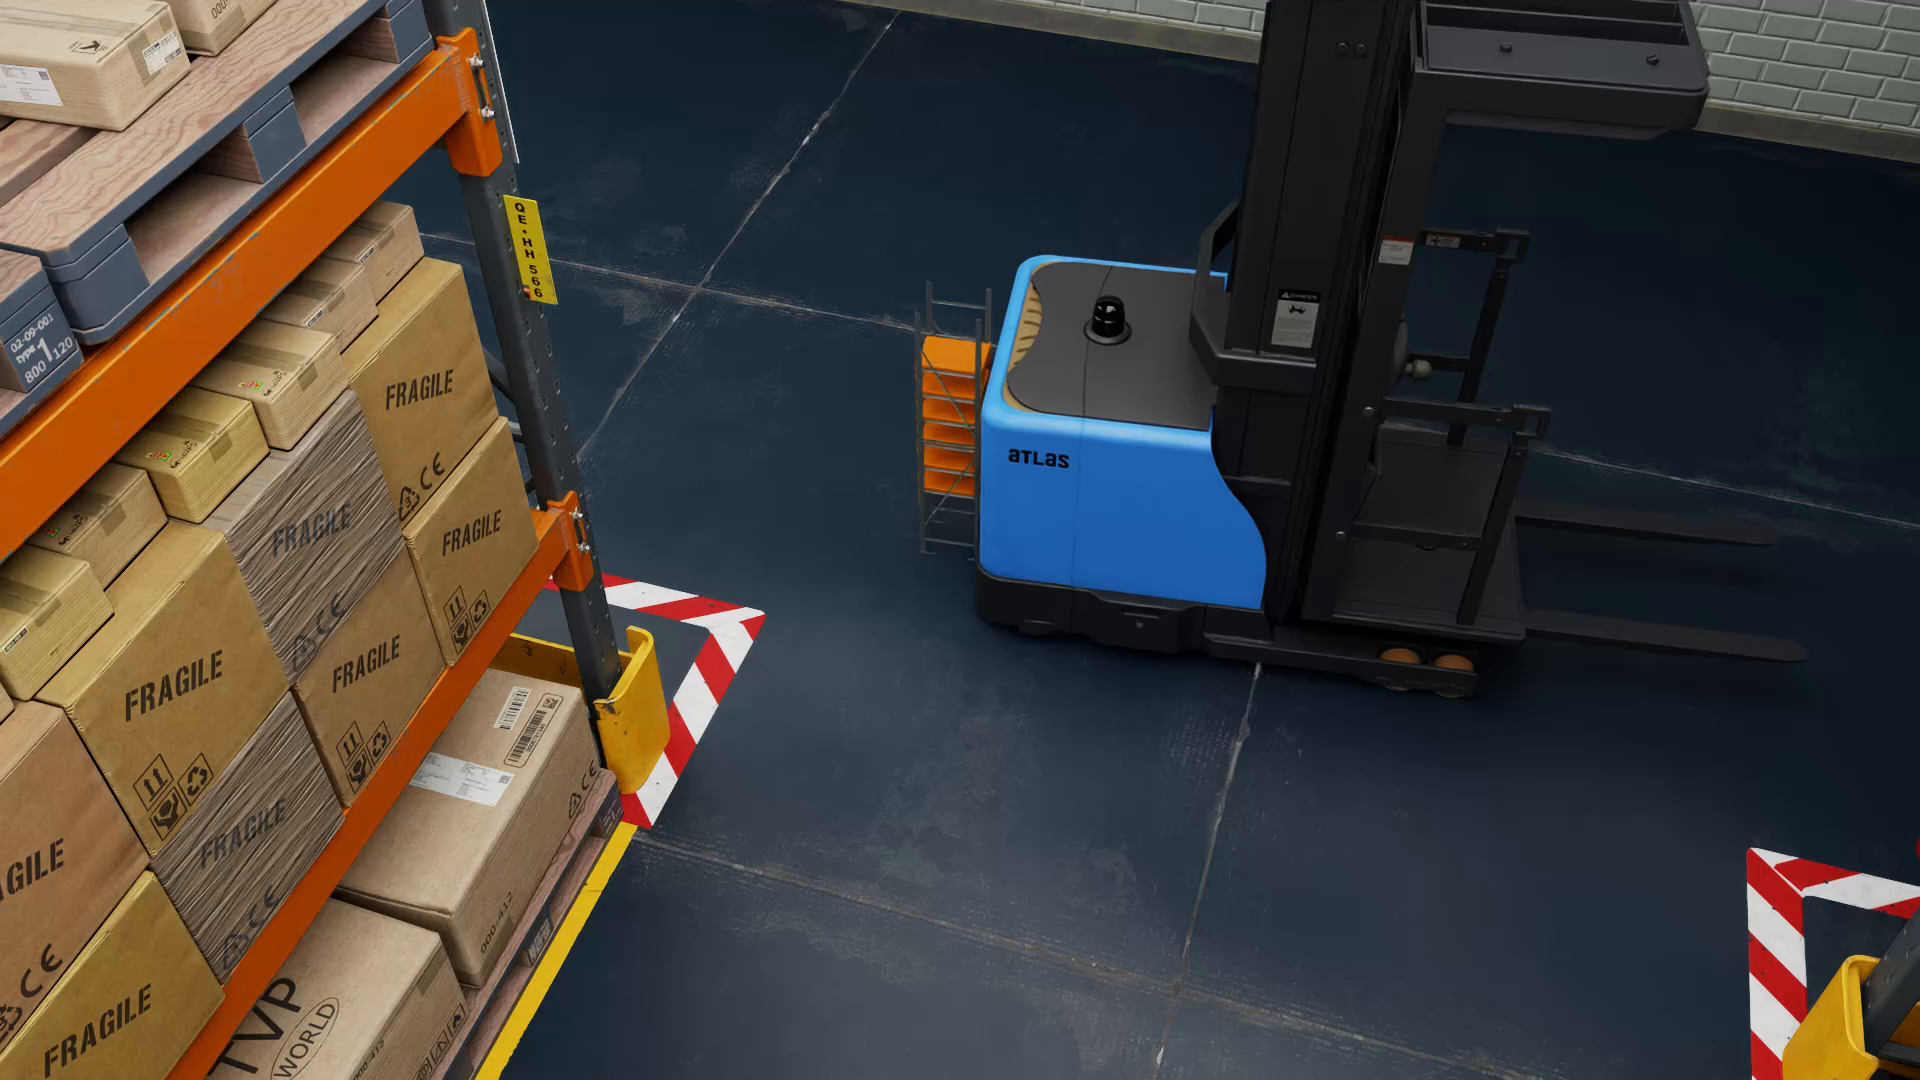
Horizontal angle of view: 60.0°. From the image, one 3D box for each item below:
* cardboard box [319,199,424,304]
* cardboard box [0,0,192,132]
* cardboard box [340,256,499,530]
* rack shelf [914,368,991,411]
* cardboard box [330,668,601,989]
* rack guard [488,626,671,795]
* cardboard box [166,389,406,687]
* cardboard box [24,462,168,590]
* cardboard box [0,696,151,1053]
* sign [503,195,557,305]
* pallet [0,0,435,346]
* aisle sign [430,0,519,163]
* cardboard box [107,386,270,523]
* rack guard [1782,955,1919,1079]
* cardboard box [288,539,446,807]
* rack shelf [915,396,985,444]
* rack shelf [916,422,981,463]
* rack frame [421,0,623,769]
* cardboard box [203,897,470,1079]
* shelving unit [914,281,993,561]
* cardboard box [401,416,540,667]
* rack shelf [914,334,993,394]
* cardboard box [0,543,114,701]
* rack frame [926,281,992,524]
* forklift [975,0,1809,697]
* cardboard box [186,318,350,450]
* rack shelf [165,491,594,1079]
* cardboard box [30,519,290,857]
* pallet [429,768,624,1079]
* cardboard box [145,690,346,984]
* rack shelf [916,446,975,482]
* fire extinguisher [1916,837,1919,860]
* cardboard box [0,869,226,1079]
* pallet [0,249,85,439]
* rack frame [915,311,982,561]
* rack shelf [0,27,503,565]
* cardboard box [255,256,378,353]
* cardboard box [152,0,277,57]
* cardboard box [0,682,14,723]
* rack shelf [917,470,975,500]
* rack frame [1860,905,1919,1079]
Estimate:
[{"bbox_3d":[-1.566,-0.731,4.102,0.380,0.149,0.250,13,46,13],"label":"cardboard box"},{"bbox_3d":[-1.749,-0.941,3.230,0.380,0.149,0.250,9,45,9],"label":"cardboard box"},{"bbox_3d":[-1.567,-0.409,4.237,0.500,0.500,0.500,14,46,14],"label":"cardboard box"},{"bbox_3d":[-0.023,-0.562,6.186,0.258,0.103,0.180,8,45,8],"label":"rack shelf"},{"bbox_3d":[-1.752,0.839,5.280,0.875,0.438,0.875,11,45,11],"label":"cardboard box"},{"bbox_3d":[-1.640,0.489,5.892,1.175,0.500,0.348,13,46,13],"label":"rack guard"},{"bbox_3d":[-1.697,-0.055,3.875,0.500,0.500,0.500,13,46,13],"label":"cardboard box"},{"bbox_3d":[-1.880,-0.049,3.405,0.380,0.149,0.250,12,46,12],"label":"cardboard box"},{"bbox_3d":[-2.004,0.609,3.196,0.500,0.500,0.500,12,46,12],"label":"cardboard box"},{"bbox_3d":[-1.135,-0.762,4.387,0.100,0.325,0.005,13,46,13],"label":"sign"},{"bbox_3d":[-1.862,-0.932,3.476,1.003,0.211,1.213,13,46,13],"label":"pallet"},{"bbox_3d":[-1.330,-1.299,4.074,0.394,0.787,0.004,13,46,13],"label":"aisle sign"},{"bbox_3d":[-1.733,-0.208,3.568,0.380,0.149,0.250,14,46,13],"label":"cardboard box"},{"bbox_3d":[3.061,1.605,4.752,1.175,0.500,0.348,13,46,13],"label":"rack guard"},{"bbox_3d":[-1.708,0.285,4.242,0.500,0.500,0.500,12,46,12],"label":"cardboard box"},{"bbox_3d":[-0.023,-0.476,6.270,0.258,0.103,0.180,8,45,8],"label":"rack shelf"},{"bbox_3d":[-0.023,-0.391,6.354,0.258,0.103,0.180,8,45,8],"label":"rack shelf"},{"bbox_3d":[-1.648,-0.388,5.002,1.000,3.000,0.127,13,46,13],"label":"rack frame"},{"bbox_3d":[-2.021,1.451,4.655,0.875,0.438,0.875,14,46,14],"label":"cardboard box"},{"bbox_3d":[-0.023,-0.422,6.323,0.258,1.200,0.189,8,45,8],"label":"shelving unit"},{"bbox_3d":[-1.542,-0.046,4.581,0.500,0.500,0.500,13,46,13],"label":"cardboard box"},{"bbox_3d":[-0.023,-0.647,6.102,0.258,0.103,0.180,8,45,8],"label":"rack shelf"},{"bbox_3d":[-1.900,0.131,3.221,0.380,0.149,0.250,14,46,13],"label":"cardboard box"},{"bbox_3d":[-0.004,-0.485,6.387,0.240,1.200,0.006,8,45,8],"label":"rack frame"},{"bbox_3d":[1.625,-0.869,5.542,3.031,2.935,1.130,7,45,7],"label":"forklift"},{"bbox_3d":[-1.617,-0.367,3.730,0.380,0.149,0.250,12,46,12],"label":"cardboard box"},{"bbox_3d":[-2.253,1.202,3.891,1.077,0.370,4.000,13,46,13],"label":"rack shelf"},{"bbox_3d":[-1.850,0.274,3.539,0.500,0.500,0.500,12,46,12],"label":"cardboard box"},{"bbox_3d":[-1.815,1.158,5.415,1.003,0.211,1.213,13,46,13],"label":"pallet"},{"bbox_3d":[-1.854,0.630,3.890,0.500,0.500,0.500,14,46,14],"label":"cardboard box"},{"bbox_3d":[-0.023,-0.305,6.438,0.258,0.103,0.180,8,45,8],"label":"rack shelf"},{"bbox_3d":[2.688,0.626,4.288,0.296,0.674,0.183,13,46,13],"label":"fire extinguisher"},{"bbox_3d":[-1.998,0.977,3.535,0.500,0.500,0.500,14,46,14],"label":"cardboard box"},{"bbox_3d":[-2.230,-0.116,2.642,1.003,0.211,1.213,13,46,13],"label":"pallet"},{"bbox_3d":[-0.041,-0.359,6.259,0.240,1.200,0.006,8,45,8],"label":"rack frame"},{"bbox_3d":[-2.253,0.130,2.842,1.077,0.370,4.000,13,46,13],"label":"rack shelf"},{"bbox_3d":[-1.620,-0.557,3.924,0.380,0.149,0.250,13,46,13],"label":"cardboard box"},{"bbox_3d":[-1.698,-1.273,3.497,0.500,0.250,0.500,9,45,9],"label":"cardboard box"},{"bbox_3d":[-1.997,0.302,3.047,0.380,0.149,0.250,14,46,14],"label":"cardboard box"},{"bbox_3d":[-0.023,-0.219,6.523,0.258,0.103,0.180,8,45,8],"label":"rack shelf"},{"bbox_3d":[3.084,0.661,3.930,1.000,3.000,0.127,13,46,13],"label":"rack frame"}]
